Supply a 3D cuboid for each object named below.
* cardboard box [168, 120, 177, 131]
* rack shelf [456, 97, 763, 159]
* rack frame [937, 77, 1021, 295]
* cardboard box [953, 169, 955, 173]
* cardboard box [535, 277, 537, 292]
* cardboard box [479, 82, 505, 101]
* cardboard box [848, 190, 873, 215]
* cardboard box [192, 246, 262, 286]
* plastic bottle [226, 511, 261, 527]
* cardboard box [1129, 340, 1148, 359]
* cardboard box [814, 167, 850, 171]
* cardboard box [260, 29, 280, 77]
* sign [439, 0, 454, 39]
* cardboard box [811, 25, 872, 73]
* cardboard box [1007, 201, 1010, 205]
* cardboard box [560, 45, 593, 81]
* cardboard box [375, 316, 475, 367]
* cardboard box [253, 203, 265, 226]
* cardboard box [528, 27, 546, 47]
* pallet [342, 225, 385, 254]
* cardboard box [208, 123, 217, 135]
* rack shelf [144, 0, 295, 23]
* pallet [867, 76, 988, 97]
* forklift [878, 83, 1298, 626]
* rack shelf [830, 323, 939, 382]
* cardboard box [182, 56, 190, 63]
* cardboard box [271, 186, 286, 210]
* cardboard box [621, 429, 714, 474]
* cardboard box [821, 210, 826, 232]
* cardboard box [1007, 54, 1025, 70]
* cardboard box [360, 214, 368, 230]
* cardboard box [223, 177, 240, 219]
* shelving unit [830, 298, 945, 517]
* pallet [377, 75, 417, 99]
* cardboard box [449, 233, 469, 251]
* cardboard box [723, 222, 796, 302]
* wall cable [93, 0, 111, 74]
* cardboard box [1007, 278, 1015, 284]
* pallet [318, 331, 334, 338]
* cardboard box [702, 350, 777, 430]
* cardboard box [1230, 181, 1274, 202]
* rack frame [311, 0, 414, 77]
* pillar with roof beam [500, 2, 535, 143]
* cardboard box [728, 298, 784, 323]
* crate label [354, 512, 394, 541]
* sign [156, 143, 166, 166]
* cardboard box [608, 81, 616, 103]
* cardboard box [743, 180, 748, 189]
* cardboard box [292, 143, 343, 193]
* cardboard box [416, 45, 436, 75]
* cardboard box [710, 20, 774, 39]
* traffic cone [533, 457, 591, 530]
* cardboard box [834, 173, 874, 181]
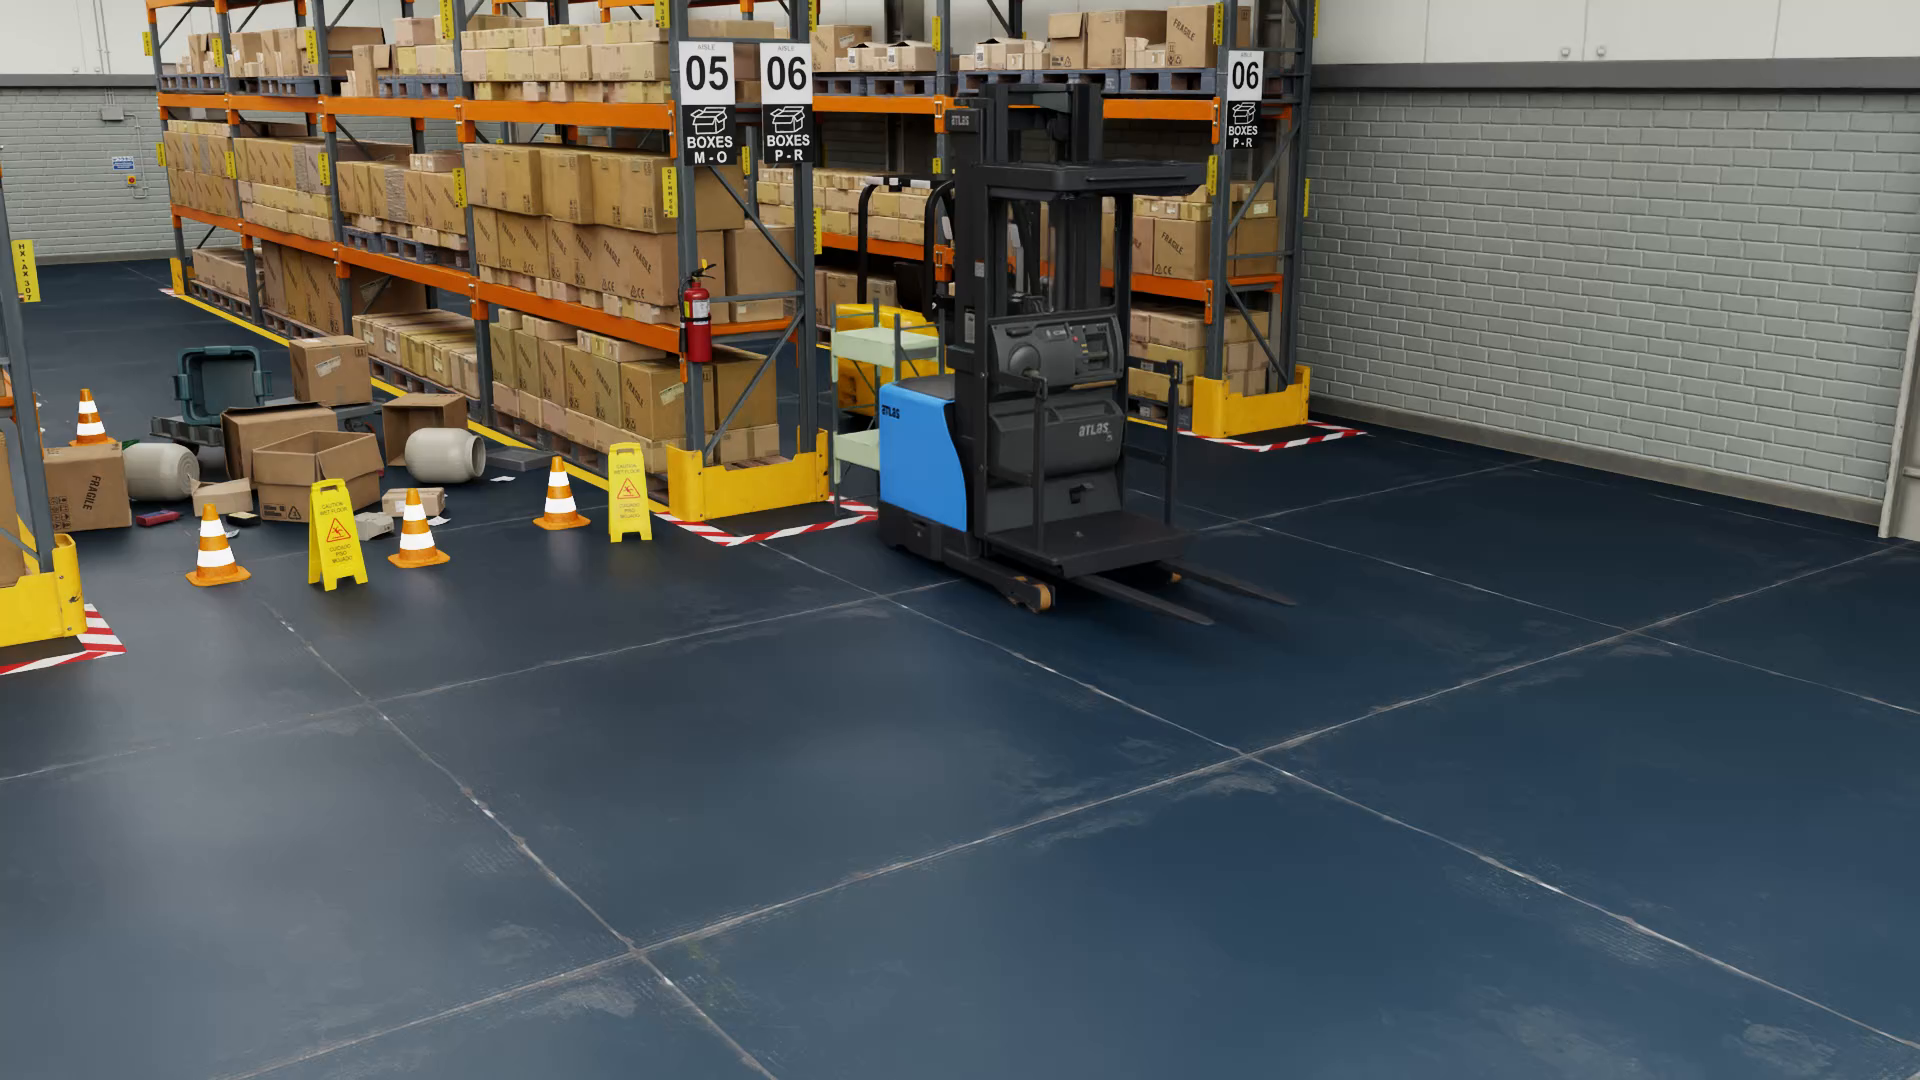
[{"bbox_3d":[-10.882,-5.816,23.331,0.380,0.149,0.250,-10,18,-33],"label":"cardboard box"},{"bbox_3d":[-2.636,-3.202,12.772,1.077,0.370,4.000,-11,19,-35],"label":"rack shelf"},{"bbox_3d":[0.201,-3.300,17.451,1.000,3.000,0.127,-11,19,-35],"label":"rack frame"},{"bbox_3d":[0.149,-3.690,16.896,0.380,0.149,0.250,-10,18,-33],"label":"cardboard box"},{"bbox_3d":[-3.215,-2.082,13.478,0.380,0.149,0.250,-11,19,-35],"label":"cardboard box"},{"bbox_3d":[-3.720,-3.685,13.651,0.380,0.149,0.250,-11,19,-34],"label":"cardboard box"},{"bbox_3d":[-0.898,-3.753,18.443,0.500,0.250,0.500,-10,18,-33],"label":"cardboard box"},{"bbox_3d":[-10.398,-3.933,23.820,0.875,0.438,0.875,-12,19,-36],"label":"cardboard box"},{"bbox_3d":[-4.977,-0.148,11.501,0.283,0.061,0.133,10,18,33],"label":"plastic bottle"},{"bbox_3d":[1.728,-1.728,15.172,0.500,0.250,0.500,-11,19,-35],"label":"cardboard box"},{"bbox_3d":[-1.551,-4.439,20.193,0.380,0.149,0.250,-10,18,-33],"label":"cardboard box"},{"bbox_3d":[-7.434,-5.412,18.500,0.500,0.500,0.500,-11,19,-34],"label":"cardboard box"},{"bbox_3d":[-4.258,-4.328,13.800,0.100,0.325,0.005,-11,19,-35],"label":"sign"},{"bbox_3d":[-1.323,-5.490,18.597,0.500,0.500,0.500,-10,18,-33],"label":"cardboard box"},{"bbox_3d":[0.590,-3.382,16.331,0.380,0.149,0.250,-10,18,-33],"label":"cardboard box"},{"bbox_3d":[-2.582,-3.478,12.139,0.500,0.250,0.500,-10,18,-33],"label":"cardboard box"},{"bbox_3d":[-5.399,-2.040,17.028,0.950,0.372,0.625,-11,19,-36],"label":"cardboard box"},{"bbox_3d":[-8.165,-3.920,19.999,0.500,0.250,0.500,-11,19,-36],"label":"cardboard box"},{"bbox_3d":[-3.080,-3.851,12.749,0.380,0.149,0.250,-11,19,-35],"label":"cardboard box"},{"bbox_3d":[-5.658,-3.155,17.284,1.213,0.211,1.003,-11,19,-35],"label":"pallet"},{"bbox_3d":[-9.500,-5.324,21.533,0.380,0.149,0.250,-11,19,-35],"label":"cardboard box"},{"bbox_3d":[-9.691,-7.018,21.791,1.077,0.370,4.000,-11,19,-35],"label":"rack shelf"},{"bbox_3d":[-0.328,-4.841,17.761,0.805,0.209,1.217,-12,19,-37],"label":"pallet"},{"bbox_3d":[0.704,-1.140,9.689,1.130,2.935,3.031,-10,18,-33],"label":"forklift"},{"bbox_3d":[-0.492,-1.224,11.226,0.431,0.370,0.720,-12,19,-37],"label":"rack shelf"},{"bbox_3d":[-10.530,-6.634,23.251,0.500,0.250,0.500,-13,20,-40],"label":"cardboard box"},{"bbox_3d":[-7.581,-3.942,19.132,0.500,0.250,0.500,-12,19,-36],"label":"cardboard box"},{"bbox_3d":[-2.167,-0.687,12.317,0.500,0.250,0.500,-11,19,-35],"label":"cardboard box"},{"bbox_3d":[-1.487,-3.732,19.314,0.500,0.250,0.500,-12,19,-36],"label":"cardboard box"},{"bbox_3d":[0.671,-4.569,15.898,0.380,0.149,0.250,-10,18,-33],"label":"cardboard box"},{"bbox_3d":[-5.860,-3.235,16.894,0.380,0.149,0.250,-12,20,-38],"label":"cardboard box"},{"bbox_3d":[-8.995,-4.345,21.079,0.500,0.500,0.500,-11,19,-34],"label":"cardboard box"},{"bbox_3d":[-0.492,-0.847,11.330,0.431,1.500,0.755,-12,19,-37],"label":"shelving unit"},{"bbox_3d":[-4.701,-4.254,15.612,1.213,0.211,1.003,-11,19,-35],"label":"pallet"},{"bbox_3d":[-4.337,-2.677,14.856,0.380,0.149,0.250,-11,19,-34],"label":"cardboard box"},{"bbox_3d":[-1.514,-2.011,11.987,0.500,0.500,0.500,-11,19,-35],"label":"cardboard box"},{"bbox_3d":[-14.440,-9.156,27.482,0.463,3.000,0.029,-11,19,-35],"label":"wall cable"},{"bbox_3d":[0.647,-2.584,17.353,0.500,0.250,0.500,-10,18,-33],"label":"cardboard box"},{"bbox_3d":[-6.566,-2.218,18.780,1.003,0.211,1.213,-11,19,-35],"label":"pallet"},{"bbox_3d":[-1.725,-1.133,12.526,0.500,0.500,0.500,-12,19,-36],"label":"cardboard box"},{"bbox_3d":[2.528,-3.055,14.576,0.380,0.149,0.250,-11,19,-36],"label":"cardboard box"},{"bbox_3d":[-6.164,-6.277,16.962,1.000,3.000,0.127,-11,19,-35],"label":"rack frame"},{"bbox_3d":[-11.193,-8.803,26.195,9.100,9.000,0.400,-11,19,-35],"label":"pillar with roof beam"},{"bbox_3d":[-1.492,-1.658,11.928,0.380,0.149,0.250,-11,19,-34],"label":"cardboard box"},{"bbox_3d":[-3.966,-0.099,11.178,0.298,0.136,0.250,7,17,23],"label":"crate label"},{"bbox_3d":[-11.320,-5.462,23.561,0.100,0.325,0.005,-11,19,-35],"label":"sign"},{"bbox_3d":[-2.292,-3.208,11.907,0.380,0.149,0.250,-11,19,-34],"label":"cardboard box"},{"bbox_3d":[-3.033,-4.459,21.176,0.500,0.250,0.500,-12,19,-37],"label":"cardboard box"},{"bbox_3d":[-6.987,-4.091,18.260,0.500,0.500,0.500,-10,18,-34],"label":"cardboard box"},{"bbox_3d":[-4.566,-4.317,14.973,0.500,0.250,0.500,-11,19,-34],"label":"cardboard box"},{"bbox_3d":[-1.504,-3.492,11.437,0.380,0.149,0.250,-11,19,-35],"label":"cardboard box"},{"bbox_3d":[-2.756,-0.343,11.451,0.336,0.463,0.334,-11,19,-35],"label":"traffic cone"},{"bbox_3d":[-1.203,-4.087,18.908,0.380,0.149,0.250,-11,19,-35],"label":"cardboard box"}]
